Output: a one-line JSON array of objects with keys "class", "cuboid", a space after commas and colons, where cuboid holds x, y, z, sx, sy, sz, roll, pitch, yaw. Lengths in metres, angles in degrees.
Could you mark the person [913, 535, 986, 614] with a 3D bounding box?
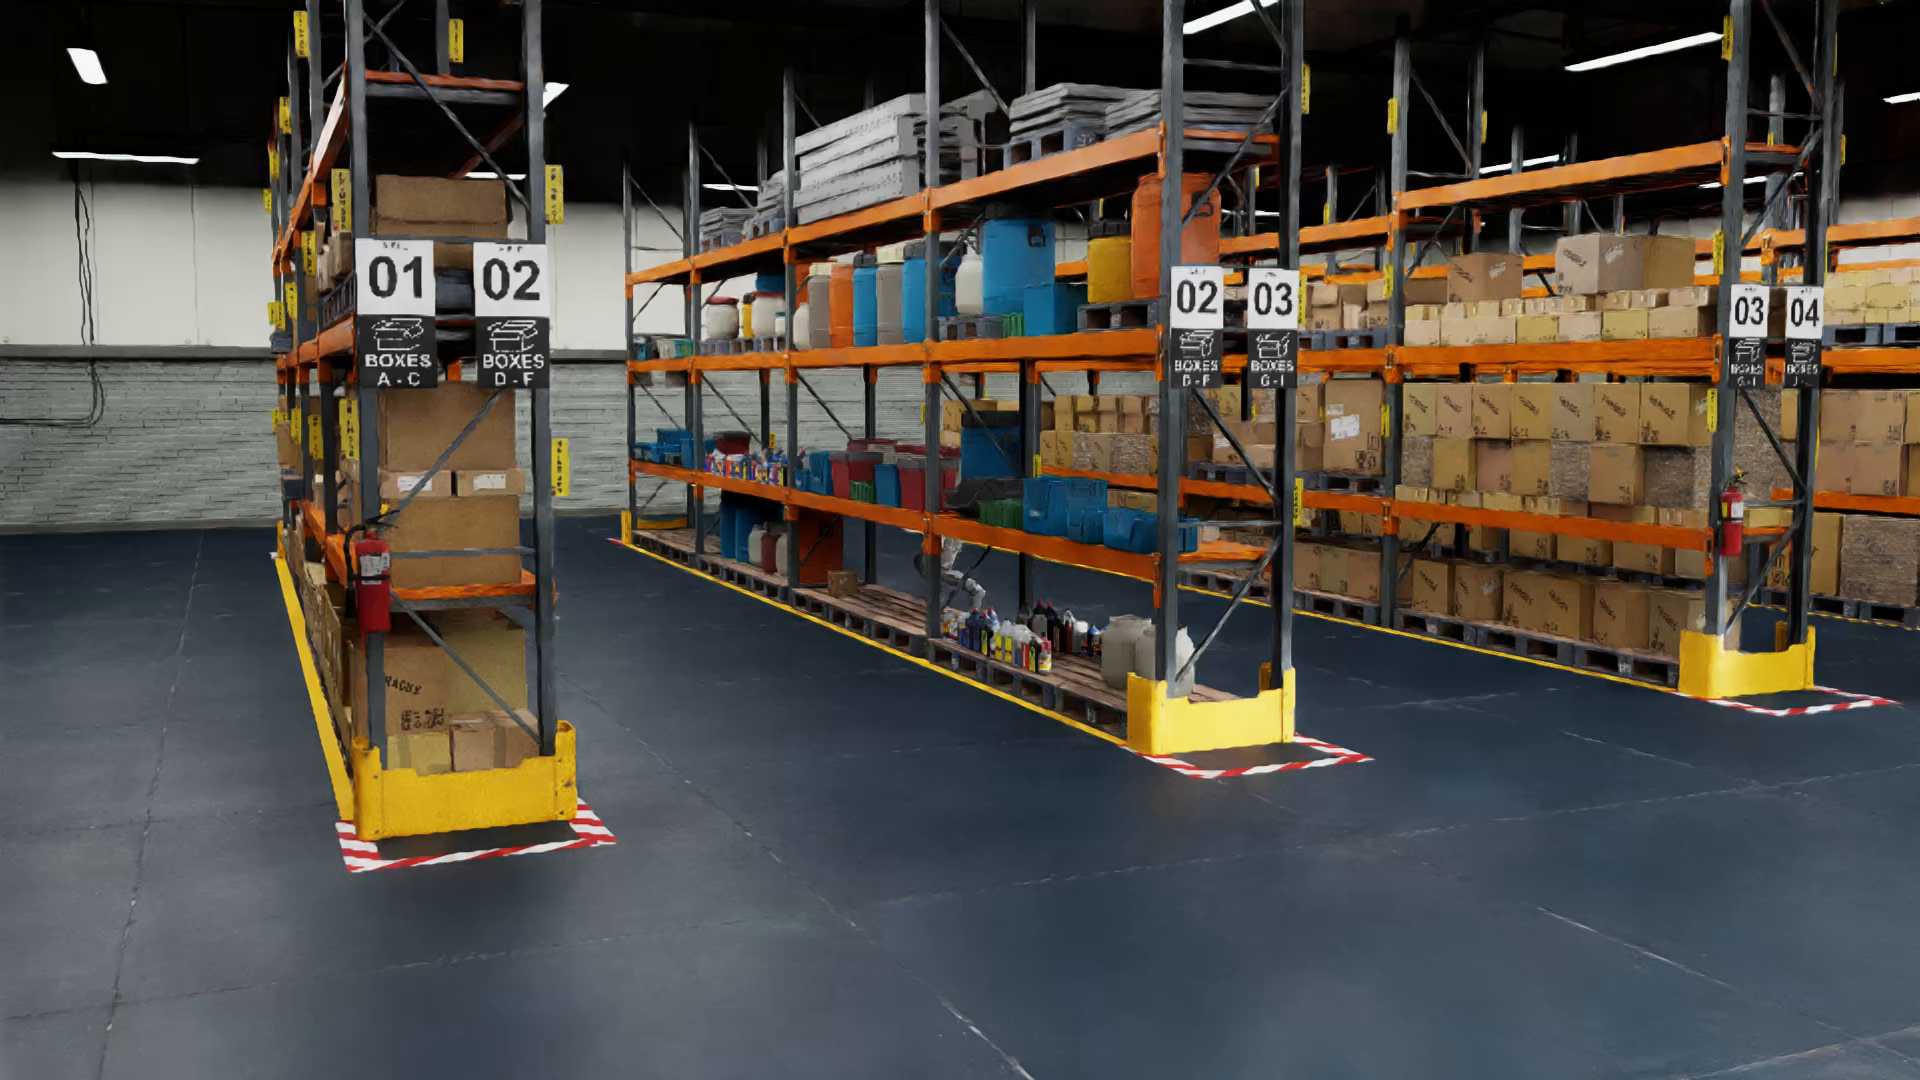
[{"class": "person", "cuboid": [-0.130, -0.077, 17.354, 0.729, 1.683, 0.595, -1, 5, -15]}]
